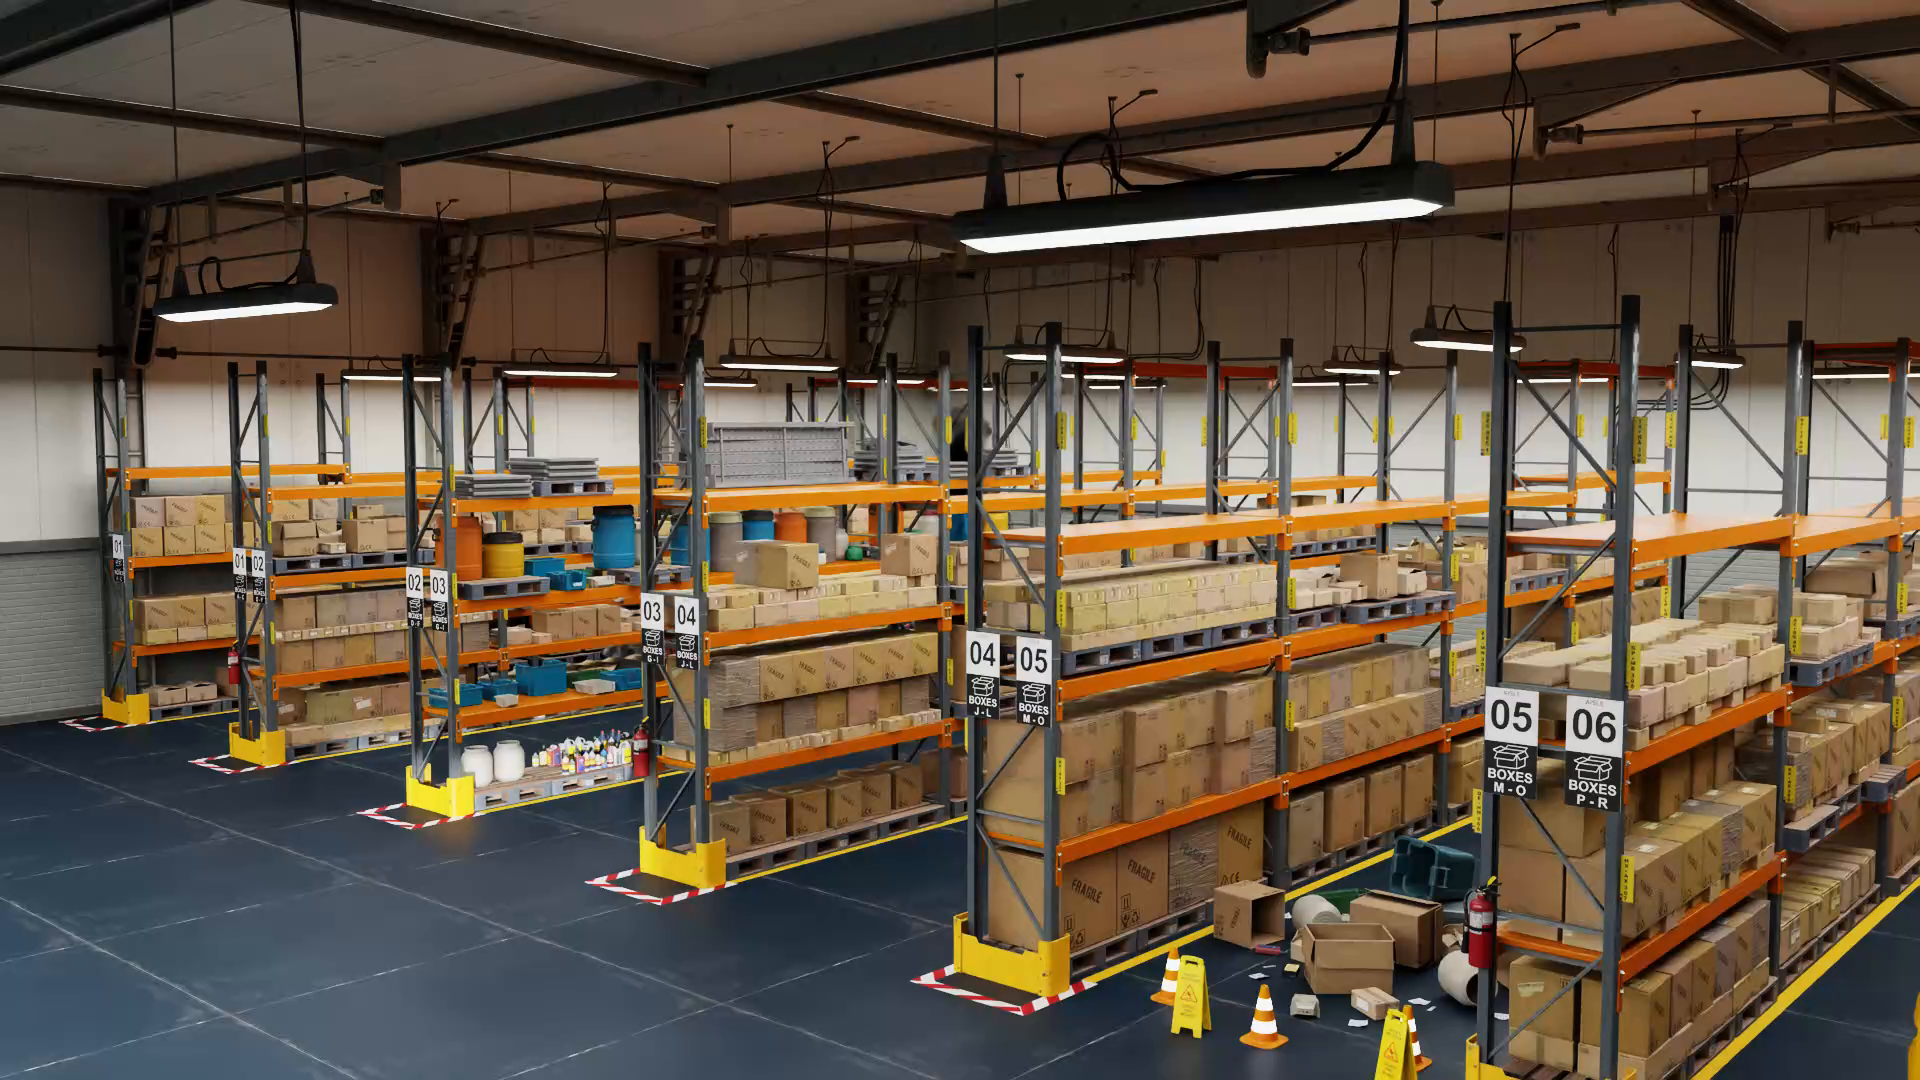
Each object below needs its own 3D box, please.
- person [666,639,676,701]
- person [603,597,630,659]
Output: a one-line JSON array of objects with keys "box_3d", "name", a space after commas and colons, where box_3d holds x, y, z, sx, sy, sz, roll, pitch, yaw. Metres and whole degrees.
[{"box_3d": [-4.686, 2.282, 27.678, 0.635, 1.676, 0.564, 3, 5, 39], "name": "person"}, {"box_3d": [-6.724, 1.943, 32.744, 0.579, 1.695, 0.692, 2, 5, 30], "name": "person"}]
